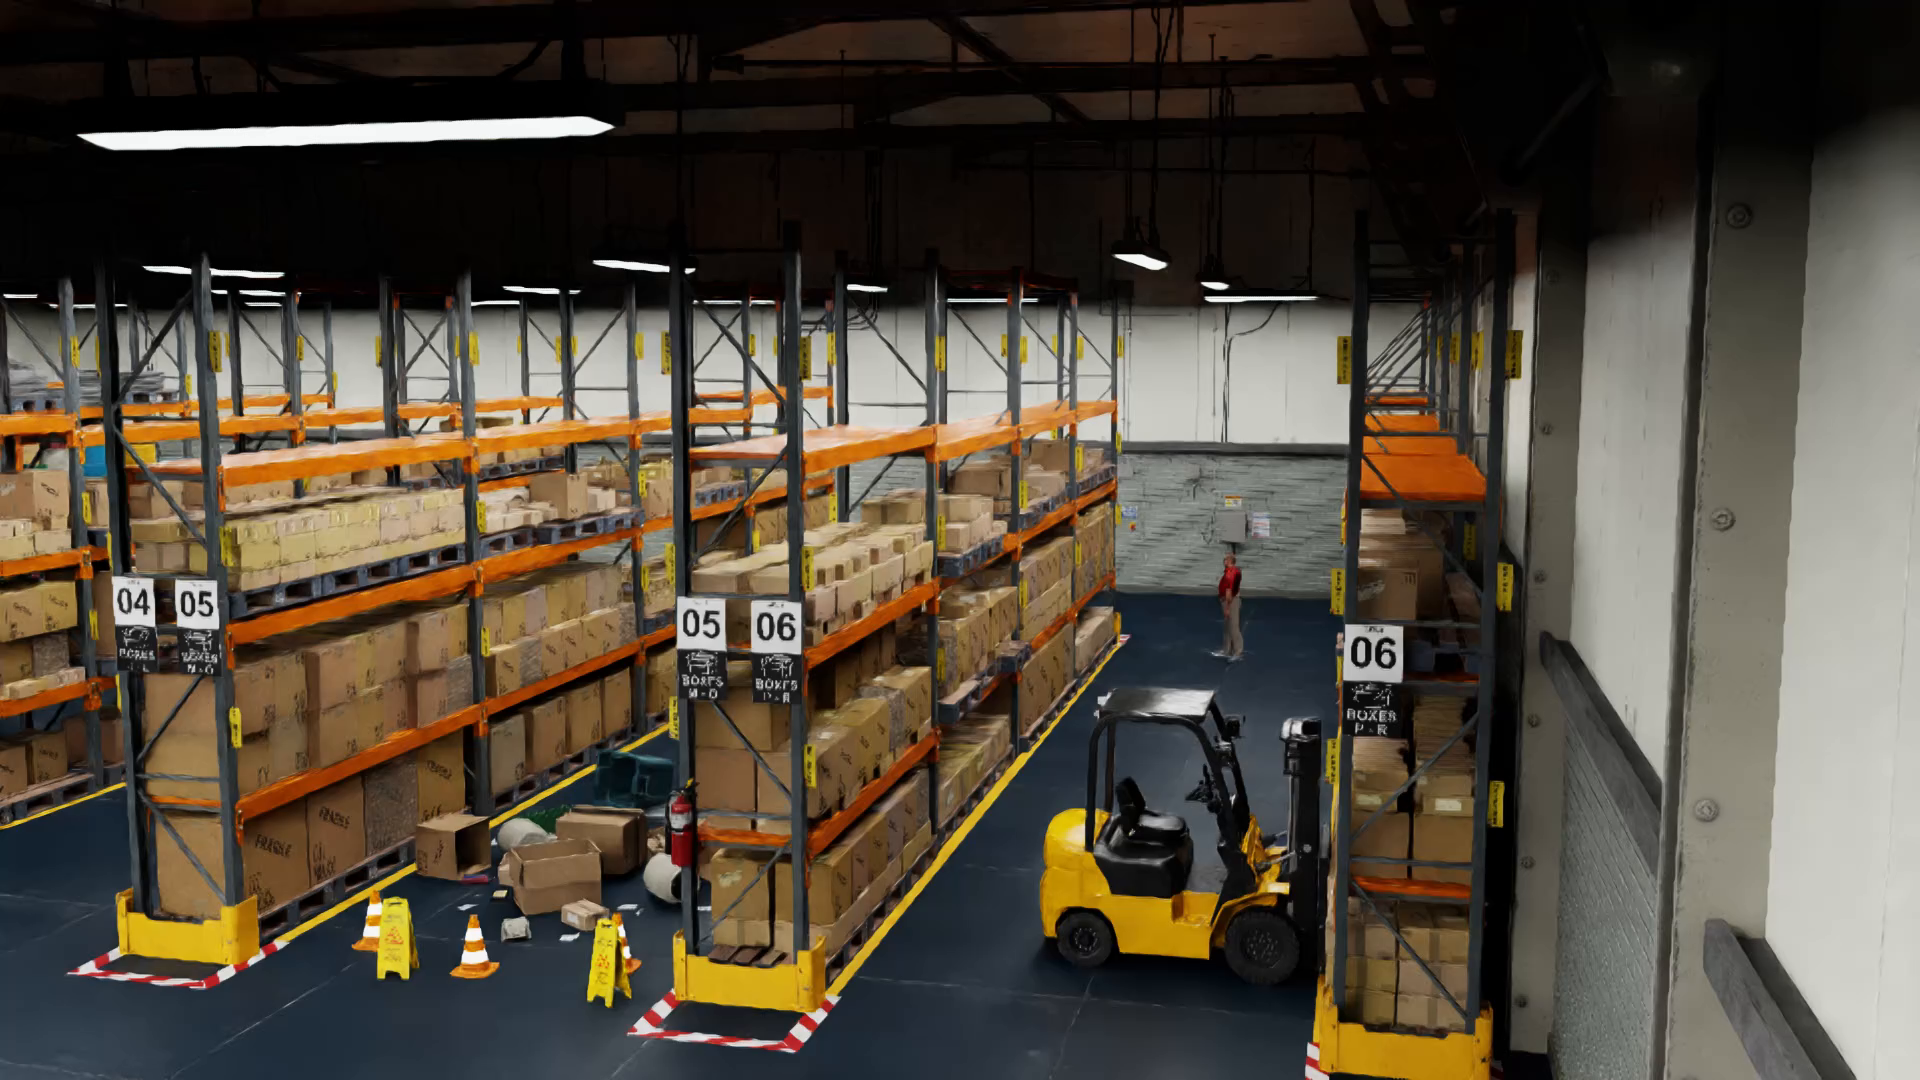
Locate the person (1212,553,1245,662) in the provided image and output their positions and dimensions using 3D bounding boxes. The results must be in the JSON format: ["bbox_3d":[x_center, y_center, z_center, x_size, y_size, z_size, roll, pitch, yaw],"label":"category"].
[{"bbox_3d":[4.320,1.054,26.705,0.574,1.710,0.724,3,7,20],"label":"person"}]
